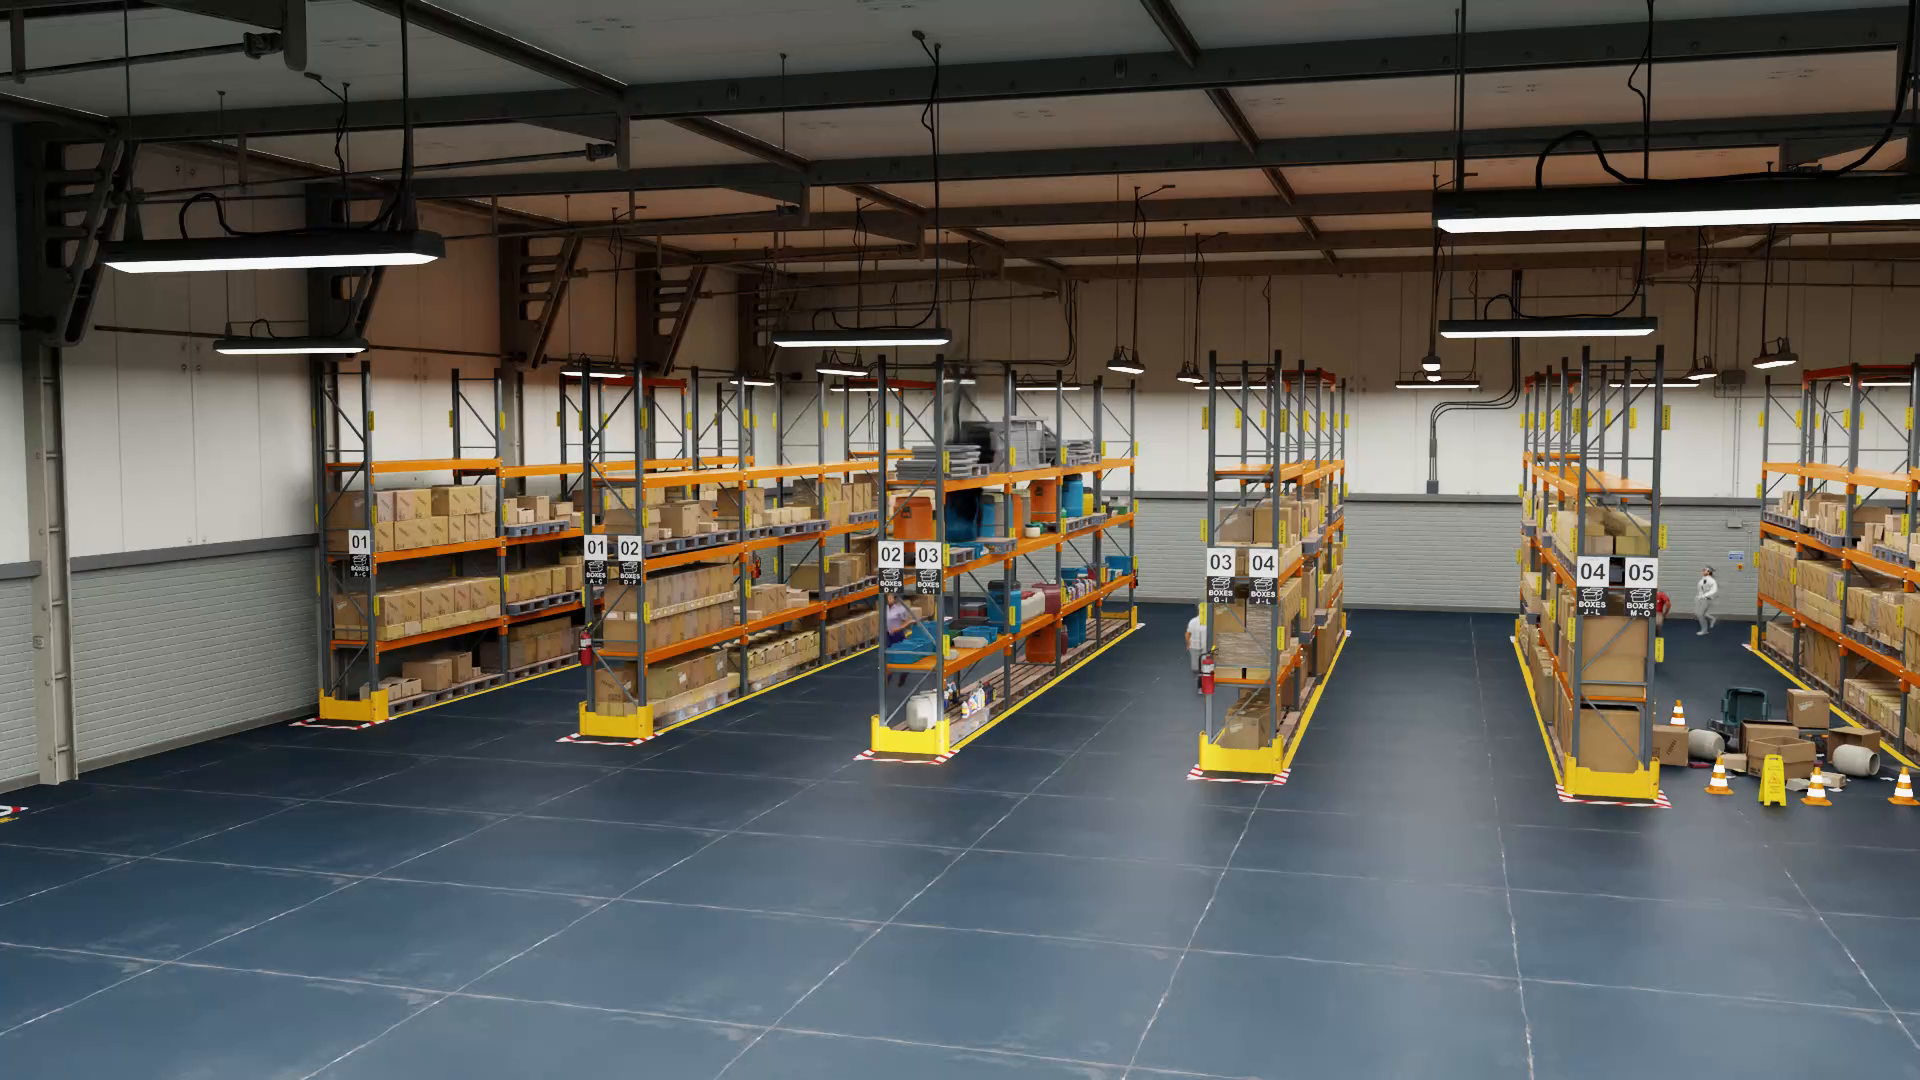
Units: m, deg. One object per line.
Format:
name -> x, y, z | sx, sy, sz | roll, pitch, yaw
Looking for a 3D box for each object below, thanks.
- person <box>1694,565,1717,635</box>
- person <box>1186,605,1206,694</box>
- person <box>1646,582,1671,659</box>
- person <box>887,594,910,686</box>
person -> 17.533, 1.402, 39.021 | 0.551, 1.659, 0.624 | 0, 4, -3
person -> 4.479, 2.007, 30.796 | 0.614, 1.631, 0.575 | 1, 4, 13
person -> 14.361, 1.706, 34.508 | 0.631, 1.748, 1.134 | 1, 4, 10
person -> -1.175, 1.794, 29.528 | 0.599, 1.679, 0.788 | 2, 4, 24
